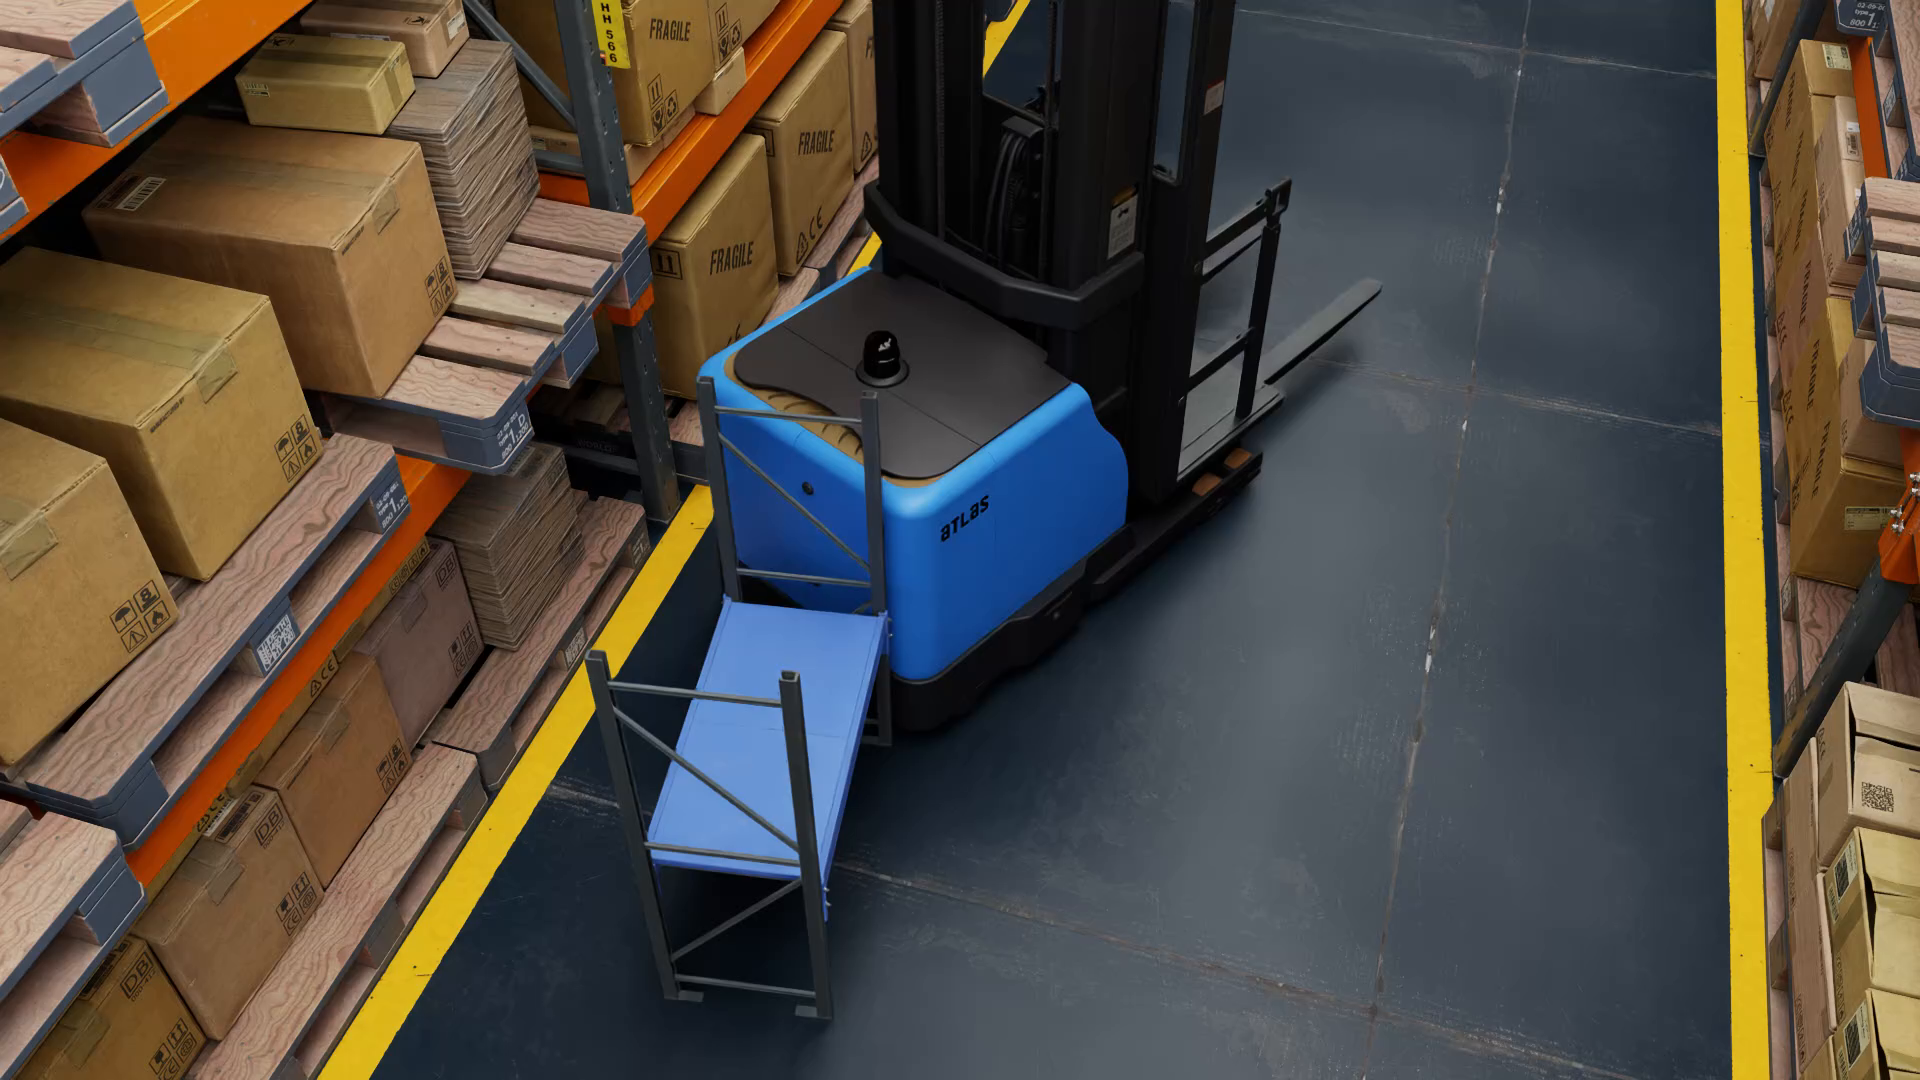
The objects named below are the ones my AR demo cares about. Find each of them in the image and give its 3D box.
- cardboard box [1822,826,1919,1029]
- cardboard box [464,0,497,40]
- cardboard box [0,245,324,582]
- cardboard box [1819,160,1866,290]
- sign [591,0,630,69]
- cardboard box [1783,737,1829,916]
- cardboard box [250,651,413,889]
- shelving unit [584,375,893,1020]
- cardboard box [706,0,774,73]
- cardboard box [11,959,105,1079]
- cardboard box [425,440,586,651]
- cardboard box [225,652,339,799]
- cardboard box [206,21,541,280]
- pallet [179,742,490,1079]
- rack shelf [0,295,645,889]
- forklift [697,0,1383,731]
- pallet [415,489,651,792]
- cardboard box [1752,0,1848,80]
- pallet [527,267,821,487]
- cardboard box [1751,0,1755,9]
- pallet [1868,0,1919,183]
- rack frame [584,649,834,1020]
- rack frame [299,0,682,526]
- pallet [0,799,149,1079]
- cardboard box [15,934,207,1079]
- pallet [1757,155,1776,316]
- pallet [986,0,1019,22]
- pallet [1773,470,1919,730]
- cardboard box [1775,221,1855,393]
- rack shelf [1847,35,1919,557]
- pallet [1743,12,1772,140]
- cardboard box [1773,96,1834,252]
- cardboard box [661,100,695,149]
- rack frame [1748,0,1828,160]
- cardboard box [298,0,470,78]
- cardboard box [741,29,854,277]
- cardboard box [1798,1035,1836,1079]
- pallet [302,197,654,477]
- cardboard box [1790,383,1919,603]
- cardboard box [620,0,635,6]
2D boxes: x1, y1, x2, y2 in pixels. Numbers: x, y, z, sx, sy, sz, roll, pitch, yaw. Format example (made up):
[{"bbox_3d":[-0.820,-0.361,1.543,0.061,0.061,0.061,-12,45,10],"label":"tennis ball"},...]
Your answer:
[{"bbox_3d":[2.569,1.046,4.301,0.500,0.311,0.500,11,46,12],"label":"cardboard box"},{"bbox_3d":[-1.671,-1.792,5.638,0.500,0.500,0.500,13,46,13],"label":"cardboard box"},{"bbox_3d":[-2.052,-0.314,4.040,0.700,0.500,0.500,13,46,13],"label":"cardboard box"},{"bbox_3d":[3.537,-1.151,6.218,0.500,0.250,0.500,12,46,12],"label":"cardboard box"},{"bbox_3d":[-1.043,-1.549,4.917,0.100,0.325,0.005,13,46,13],"label":"sign"},{"bbox_3d":[2.720,0.895,4.857,0.500,0.250,0.500,12,46,12],"label":"cardboard box"},{"bbox_3d":[-2.122,0.611,4.953,0.700,0.500,0.500,12,46,12],"label":"cardboard box"},{"bbox_3d":[-0.545,0.471,4.697,0.538,1.500,1.048,6,45,6],"label":"shelving unit"},{"bbox_3d":[-1.005,-2.038,5.889,0.500,0.500,0.500,14,46,14],"label":"cardboard box"},{"bbox_3d":[-2.437,1.074,3.944,0.500,0.250,0.500,12,46,12],"label":"cardboard box"},{"bbox_3d":[-1.732,-0.045,5.623,0.700,0.500,0.500,13,46,13],"label":"cardboard box"},{"bbox_3d":[-2.115,0.398,4.635,0.500,0.250,0.500,12,46,12],"label":"cardboard box"},{"bbox_3d":[-1.696,-1.149,4.894,0.700,0.500,0.500,8,45,8],"label":"cardboard box"},{"bbox_3d":[-2.173,1.056,5.020,1.003,0.211,1.213,13,46,13],"label":"pallet"},{"bbox_3d":[-2.169,0.319,4.294,1.077,0.370,4.000,13,46,13],"label":"rack shelf"},{"bbox_3d":[0.517,-1.358,5.542,1.130,2.935,3.031,33,53,29],"label":"forklift"},{"bbox_3d":[-1.801,0.246,5.848,1.003,0.211,1.213,13,46,13],"label":"pallet"},{"bbox_3d":[4.273,-2.595,8.230,0.500,0.500,0.500,13,46,13],"label":"cardboard box"},{"bbox_3d":[-1.253,-0.785,6.901,1.003,0.211,1.213,13,46,13],"label":"pallet"},{"bbox_3d":[4.500,-3.027,8.807,0.500,0.311,0.500,13,46,13],"label":"cardboard box"},{"bbox_3d":[3.743,-1.454,5.728,1.003,0.211,1.213,13,46,13],"label":"pallet"},{"bbox_3d":[-0.616,0.823,4.337,0.500,1.500,0.032,6,45,6],"label":"rack frame"},{"bbox_3d":[-1.563,-1.272,5.405,1.000,3.000,0.127,13,46,13],"label":"rack frame"},{"bbox_3d":[-2.404,0.985,3.236,1.003,0.211,1.213,13,46,13],"label":"pallet"},{"bbox_3d":[-2.459,1.282,4.268,0.700,0.500,0.500,12,46,12],"label":"cardboard box"},{"bbox_3d":[4.160,-1.344,7.473,1.003,0.211,1.213,13,46,13],"label":"pallet"},{"bbox_3d":[-0.047,-3.432,9.606,1.003,0.211,1.213,13,46,13],"label":"pallet"},{"bbox_3d":[3.421,0.282,5.811,1.003,0.211,1.213,13,46,13],"label":"pallet"},{"bbox_3d":[3.529,-0.858,6.455,0.500,0.500,0.500,11,45,11],"label":"cardboard box"},{"bbox_3d":[3.765,-1.301,5.949,1.077,0.370,4.000,13,46,13],"label":"rack shelf"},{"bbox_3d":[4.579,-2.352,8.503,1.003,0.211,1.213,13,46,13],"label":"pallet"},{"bbox_3d":[3.841,-1.526,7.138,0.500,0.500,0.500,13,46,13],"label":"cardboard box"},{"bbox_3d":[-1.158,-1.526,5.830,0.380,0.149,0.250,13,46,13],"label":"cardboard box"},{"bbox_3d":[4.370,-2.891,7.060,1.000,3.000,0.127,13,46,13],"label":"rack frame"},{"bbox_3d":[-1.639,-1.460,4.748,0.380,0.149,0.250,7,45,7],"label":"cardboard box"},{"bbox_3d":[-0.944,-1.698,7.078,0.750,0.750,0.750,12,46,12],"label":"cardboard box"},{"bbox_3d":[2.417,1.578,4.159,0.500,0.250,0.500,11,46,11],"label":"cardboard box"},{"bbox_3d":[-1.678,-0.706,4.963,1.213,0.211,1.003,13,46,13],"label":"pallet"},{"bbox_3d":[3.218,-0.162,5.743,0.500,0.500,0.500,14,46,14],"label":"cardboard box"},{"bbox_3d":[-1.171,-1.956,5.270,0.500,0.250,0.500,14,46,13],"label":"cardboard box"}]
